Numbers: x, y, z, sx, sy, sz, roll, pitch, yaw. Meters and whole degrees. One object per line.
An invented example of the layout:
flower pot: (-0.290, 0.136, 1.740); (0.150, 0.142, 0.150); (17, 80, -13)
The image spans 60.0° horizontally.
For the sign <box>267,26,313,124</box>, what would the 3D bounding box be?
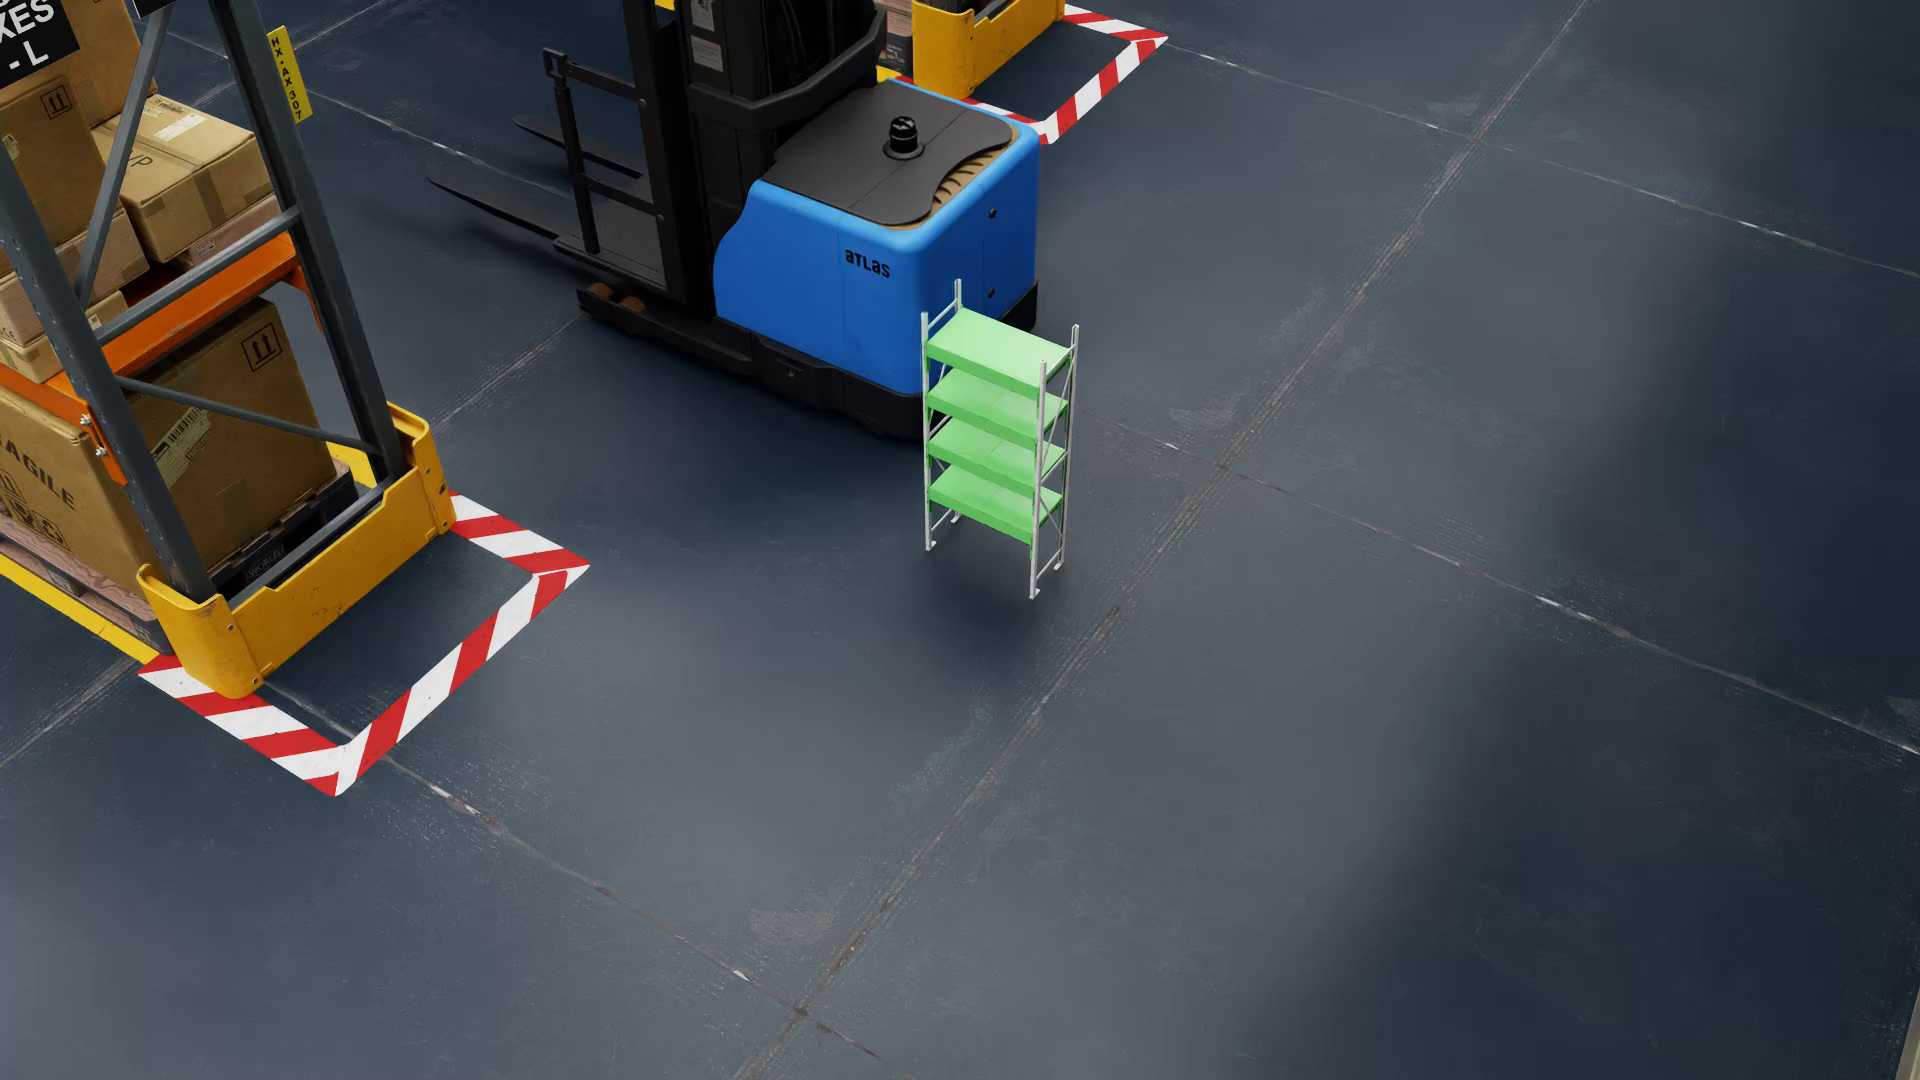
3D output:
sign: (-2.219, -1.526, 5.483); (0.005, 0.325, 0.100); (25, 51, 22)

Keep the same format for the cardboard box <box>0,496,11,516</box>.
cardboard box: (-3.871, -0.822, 6.646); (0.875, 0.875, 0.875); (25, 51, 22)

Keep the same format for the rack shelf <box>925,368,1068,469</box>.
rack shelf: (0.139, -0.477, 6.131); (0.480, 0.148, 0.258); (25, 51, 22)

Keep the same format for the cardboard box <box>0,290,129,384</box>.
cardboard box: (-3.001, -0.716, 5.529); (0.250, 0.149, 0.380); (26, 51, 23)

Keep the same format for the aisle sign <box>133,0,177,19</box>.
aisle sign: (-2.301, -1.923, 4.715); (0.004, 0.787, 0.394); (25, 51, 22)

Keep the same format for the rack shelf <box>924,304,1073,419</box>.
rack shelf: (0.139, -0.644, 5.959); (0.480, 0.148, 0.258); (25, 51, 22)

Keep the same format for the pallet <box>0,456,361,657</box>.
pallet: (-3.239, -0.155, 6.753); (1.213, 0.211, 1.003); (25, 51, 22)

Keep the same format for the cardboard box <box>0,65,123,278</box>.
cardboard box: (-3.076, -1.207, 5.205); (0.500, 0.500, 0.500); (25, 51, 23)

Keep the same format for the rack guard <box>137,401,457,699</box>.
rack guard: (-2.503, 0.016, 6.386); (0.348, 0.500, 1.175); (25, 51, 22)

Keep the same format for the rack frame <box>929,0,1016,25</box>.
rack frame: (0.150, -3.854, 8.404); (0.127, 3.000, 1.000); (25, 51, 22)

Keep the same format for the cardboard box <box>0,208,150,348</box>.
cardboard box: (-3.075, -0.943, 5.472); (0.500, 0.250, 0.500); (24, 50, 22)

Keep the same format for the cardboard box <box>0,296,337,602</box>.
cardboard box: (-3.105, -0.470, 6.303); (0.875, 0.875, 0.875); (25, 51, 22)

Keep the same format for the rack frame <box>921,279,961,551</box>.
rack frame: (-0.066, -0.449, 6.349); (0.015, 1.200, 0.240); (25, 51, 22)

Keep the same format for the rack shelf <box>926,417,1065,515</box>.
rack shelf: (0.139, -0.310, 6.303); (0.480, 0.148, 0.258); (25, 51, 22)

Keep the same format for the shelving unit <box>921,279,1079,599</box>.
shelving unit: (0.139, -0.354, 6.257); (0.503, 1.200, 0.258); (25, 51, 22)

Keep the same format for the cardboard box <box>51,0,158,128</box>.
cardboard box: (-3.203, -1.719, 5.703); (0.500, 0.500, 0.500); (24, 50, 21)

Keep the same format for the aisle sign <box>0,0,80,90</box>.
aisle sign: (-2.625, -1.561, 4.363); (0.004, 0.787, 0.394); (25, 51, 22)

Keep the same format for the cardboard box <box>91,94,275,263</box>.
cardboard box: (-2.782, -1.264, 5.784); (0.500, 0.250, 0.500); (23, 50, 21)

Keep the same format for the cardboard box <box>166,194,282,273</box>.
cardboard box: (-2.644, -1.113, 5.915); (0.250, 0.149, 0.380); (25, 51, 23)

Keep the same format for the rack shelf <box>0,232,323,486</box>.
rack shelf: (-4.207, -1.388, 6.509); (4.000, 0.370, 1.077); (25, 51, 22)

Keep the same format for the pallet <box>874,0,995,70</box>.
pallet: (-0.523, -3.225, 9.737); (1.213, 0.211, 1.003); (25, 51, 22)

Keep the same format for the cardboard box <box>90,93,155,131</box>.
cardboard box: (-3.223, -1.462, 5.976); (0.500, 0.250, 0.500); (24, 51, 22)

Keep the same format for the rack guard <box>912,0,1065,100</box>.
rack guard: (0.178, -2.982, 9.299); (0.348, 0.500, 1.175); (25, 51, 22)

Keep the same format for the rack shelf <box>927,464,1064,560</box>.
rack shelf: (0.139, -0.142, 6.475); (0.480, 0.148, 0.258); (25, 51, 22)

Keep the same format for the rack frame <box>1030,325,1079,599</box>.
rack frame: (0.345, -0.260, 6.166); (0.015, 1.200, 0.240); (25, 51, 22)

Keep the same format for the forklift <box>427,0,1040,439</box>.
forklift: (-1.168, -2.270, 6.912); (3.031, 2.935, 1.130); (25, 51, 22)

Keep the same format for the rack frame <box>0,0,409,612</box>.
rack frame: (-2.524, -0.864, 5.498); (0.127, 3.000, 1.000); (25, 51, 22)
